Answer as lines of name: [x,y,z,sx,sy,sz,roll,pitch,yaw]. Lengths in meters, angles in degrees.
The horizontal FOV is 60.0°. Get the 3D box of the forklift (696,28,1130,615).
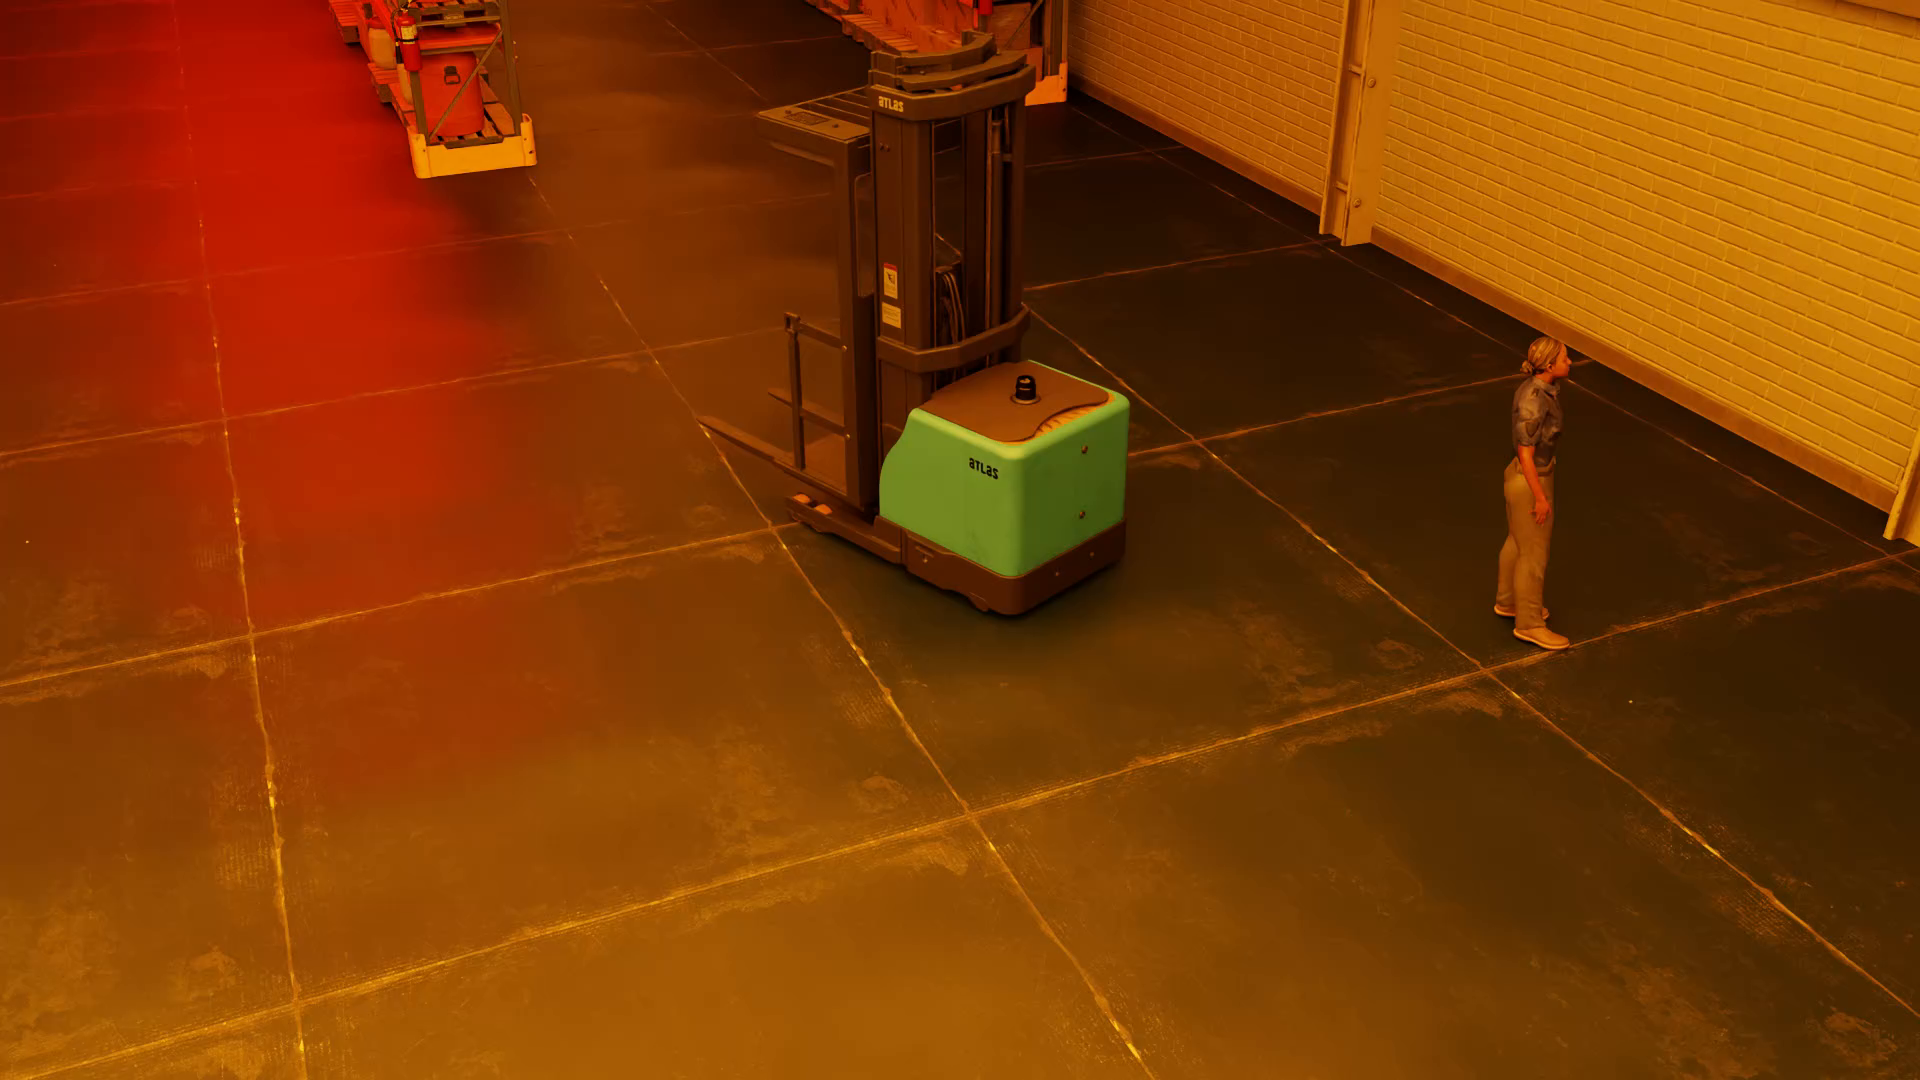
forklift: [-0.436,-1.483,9.714,3.031,2.935,1.130,26,39,37]

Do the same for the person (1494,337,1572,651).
person: [3.134,-0.276,8.875,0.504,1.654,0.569,9,31,15]
